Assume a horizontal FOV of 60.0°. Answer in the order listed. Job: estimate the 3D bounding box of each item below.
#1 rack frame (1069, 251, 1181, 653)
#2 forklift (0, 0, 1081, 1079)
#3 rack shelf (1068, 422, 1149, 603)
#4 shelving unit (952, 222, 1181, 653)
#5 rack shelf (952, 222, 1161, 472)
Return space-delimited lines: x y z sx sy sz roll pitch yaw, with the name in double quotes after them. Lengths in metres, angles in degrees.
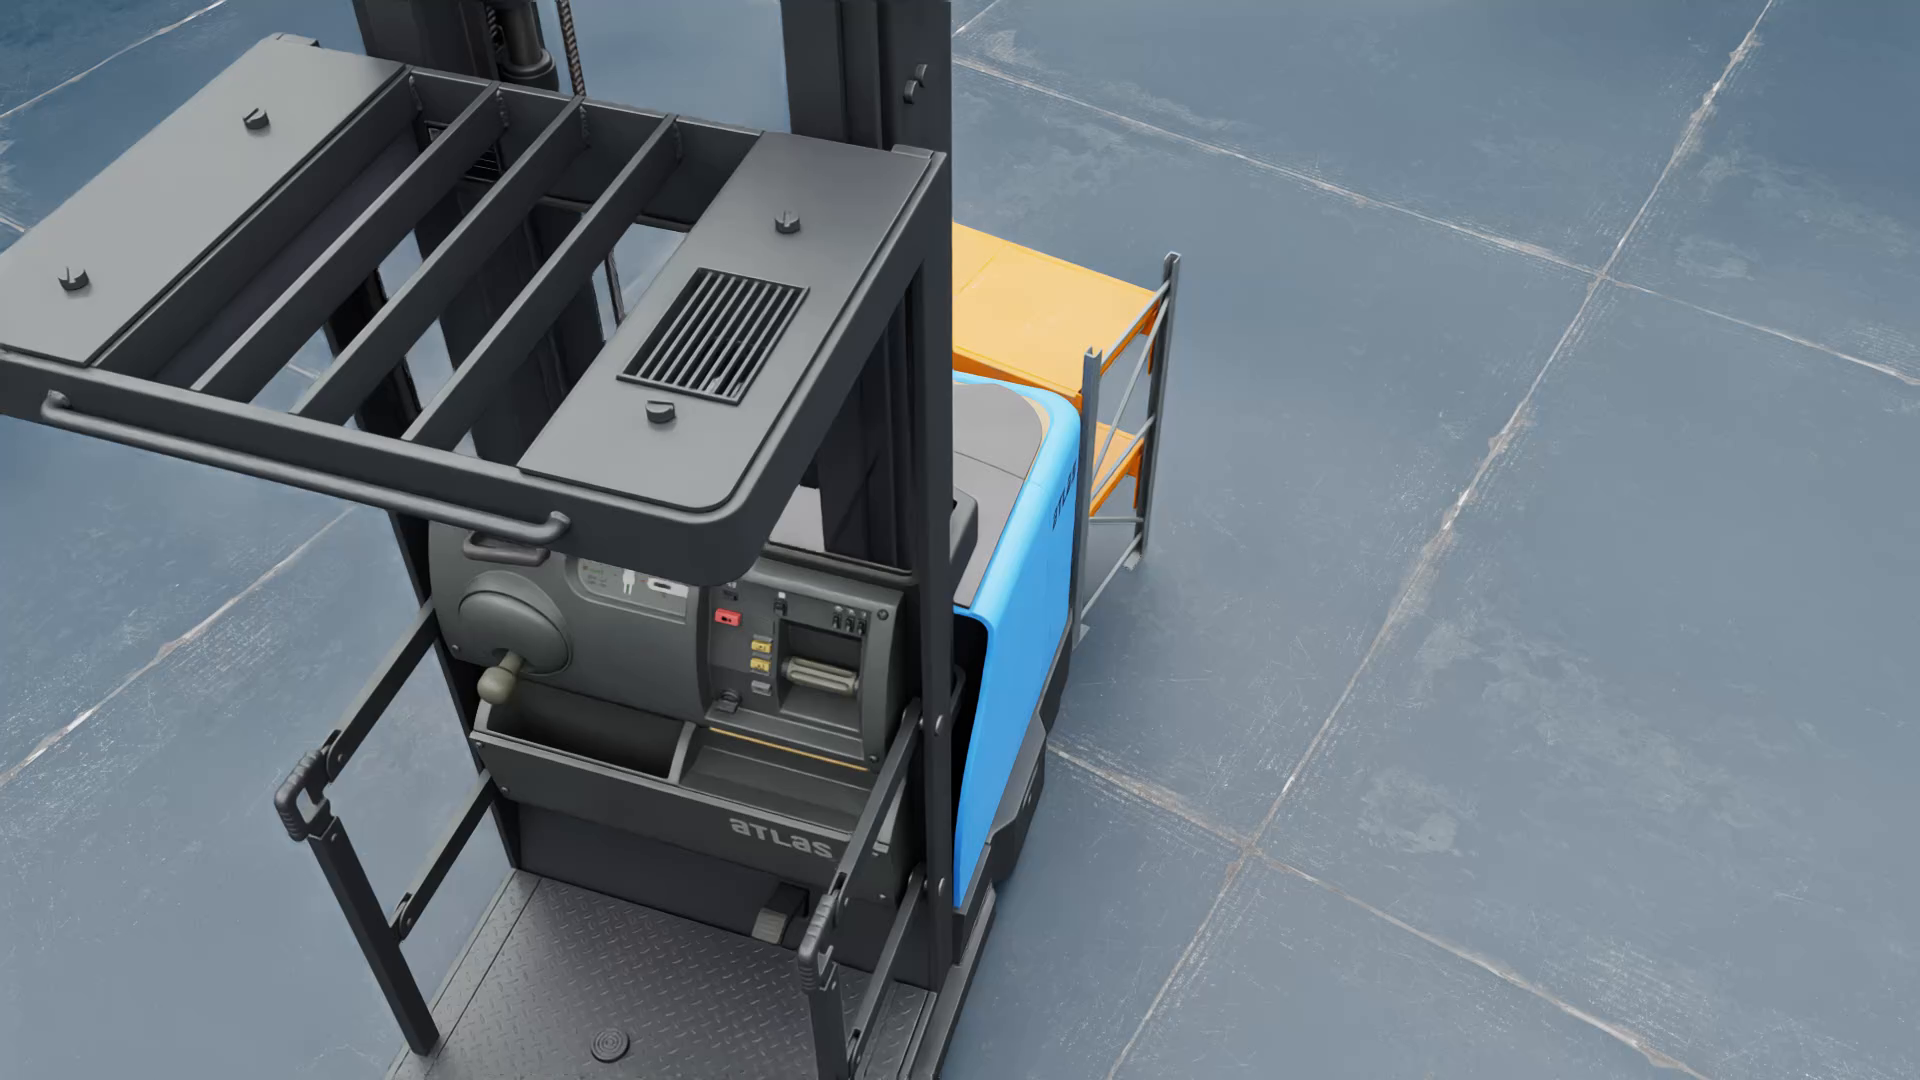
0.448 -0.218 4.678 0.032 1.125 0.500 23 50 21 "rack frame"
-0.626 0.269 2.945 1.130 2.935 3.031 13 47 12 "forklift"
0.011 -0.234 5.034 1.000 0.278 0.538 23 50 21 "rack shelf"
0.011 -0.405 4.859 1.048 1.125 0.538 23 50 21 "shelving unit"
0.011 -0.609 4.649 1.000 0.278 0.538 23 50 21 "rack shelf"
